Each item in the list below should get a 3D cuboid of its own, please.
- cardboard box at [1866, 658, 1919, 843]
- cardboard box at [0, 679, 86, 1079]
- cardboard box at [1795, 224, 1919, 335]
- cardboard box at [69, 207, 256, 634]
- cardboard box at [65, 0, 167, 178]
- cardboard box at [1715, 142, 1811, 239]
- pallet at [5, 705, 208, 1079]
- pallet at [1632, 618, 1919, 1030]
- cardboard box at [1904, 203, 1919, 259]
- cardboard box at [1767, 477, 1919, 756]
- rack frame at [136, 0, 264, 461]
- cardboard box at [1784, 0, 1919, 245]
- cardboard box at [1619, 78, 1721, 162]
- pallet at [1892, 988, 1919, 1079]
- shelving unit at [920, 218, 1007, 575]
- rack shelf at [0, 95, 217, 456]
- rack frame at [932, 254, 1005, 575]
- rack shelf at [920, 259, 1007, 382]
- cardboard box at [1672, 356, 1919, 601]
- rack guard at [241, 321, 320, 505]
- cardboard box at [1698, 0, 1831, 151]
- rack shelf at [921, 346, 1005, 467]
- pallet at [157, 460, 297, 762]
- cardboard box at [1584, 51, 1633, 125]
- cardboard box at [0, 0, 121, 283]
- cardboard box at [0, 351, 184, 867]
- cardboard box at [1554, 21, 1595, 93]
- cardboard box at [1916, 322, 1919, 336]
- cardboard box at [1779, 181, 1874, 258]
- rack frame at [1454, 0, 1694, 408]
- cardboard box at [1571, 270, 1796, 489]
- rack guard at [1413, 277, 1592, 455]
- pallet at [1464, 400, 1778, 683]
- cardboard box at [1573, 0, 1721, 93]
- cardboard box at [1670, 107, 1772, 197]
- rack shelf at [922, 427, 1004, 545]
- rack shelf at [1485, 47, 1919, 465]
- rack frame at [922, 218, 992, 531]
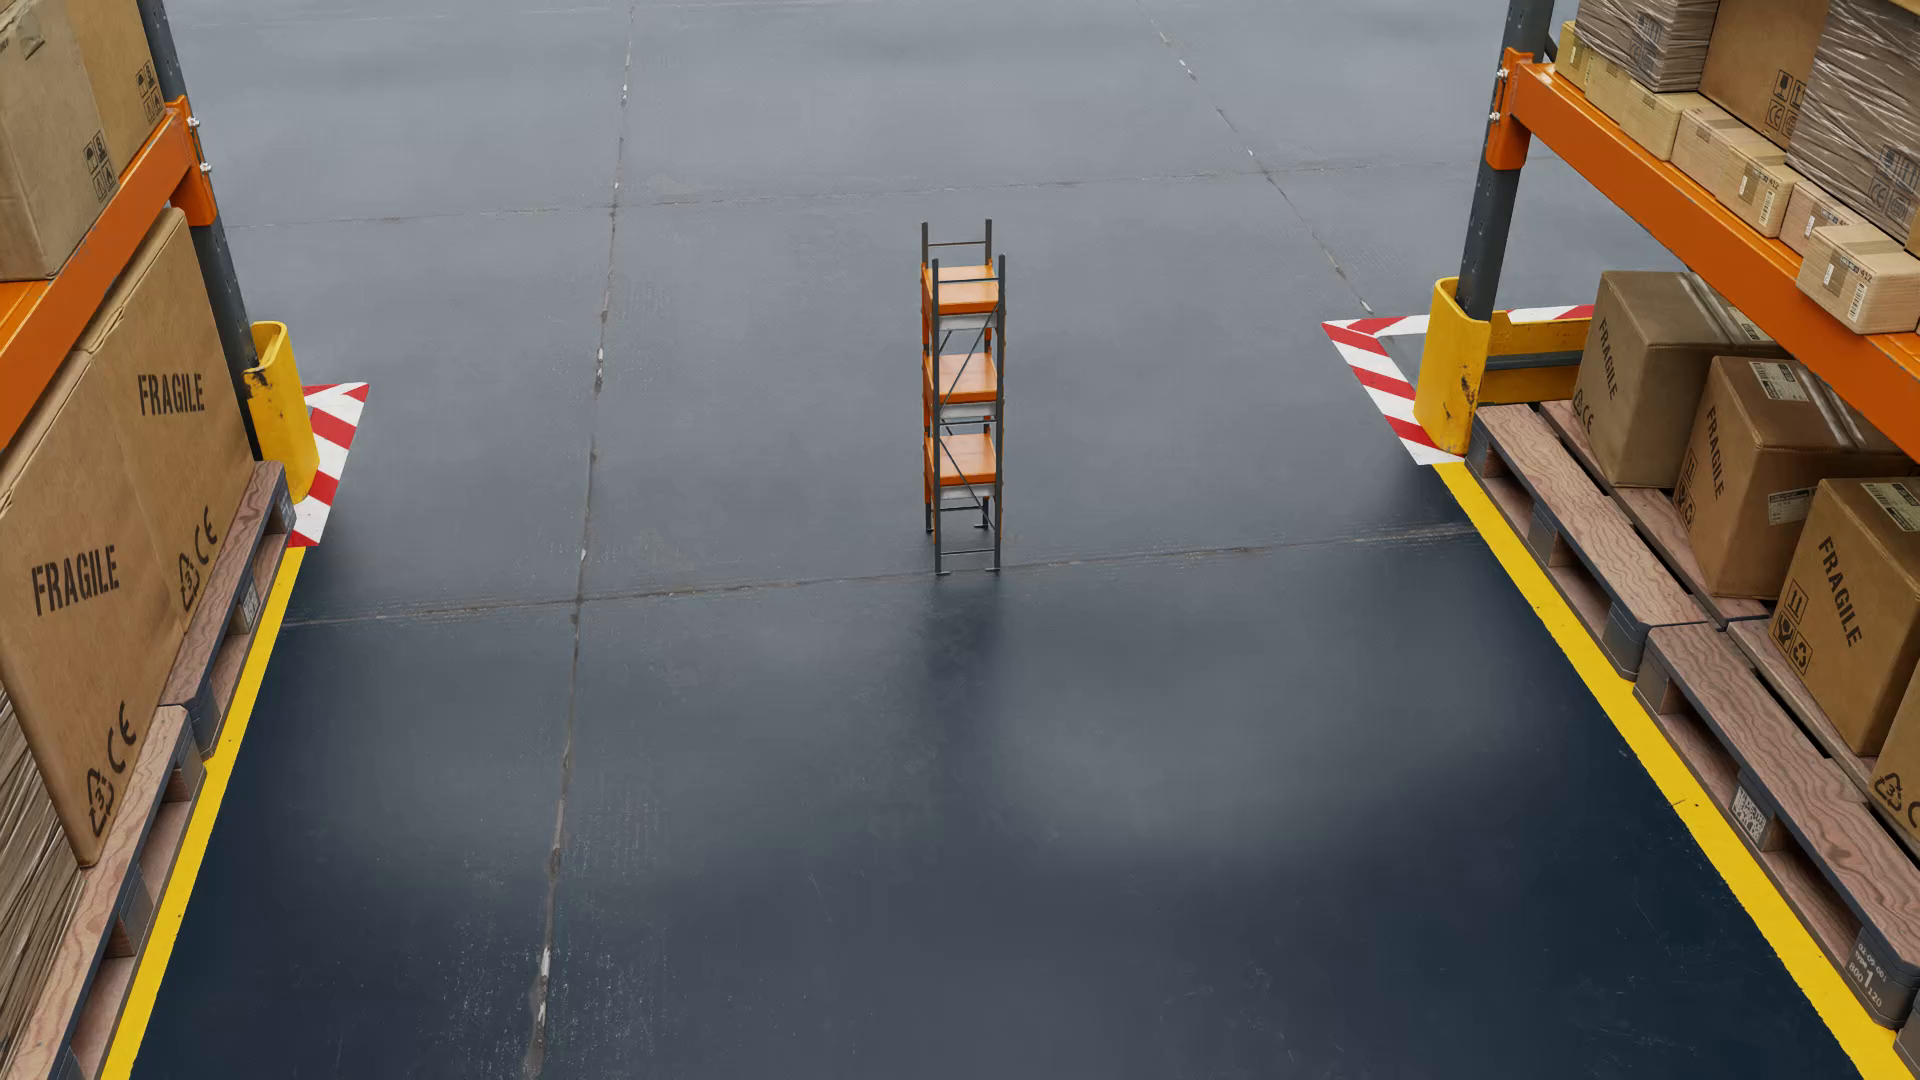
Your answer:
[{"bbox_3d":[2.472,0.498,3.703,0.500,0.500,0.500,-7,35,-11],"label":"cardboard box"},{"bbox_3d":[-2.337,0.689,3.090,0.875,0.875,0.875,-4,34,-6],"label":"cardboard box"},{"bbox_3d":[2.102,-0.583,3.665,0.380,0.149,0.250,-4,35,-6],"label":"cardboard box"},{"bbox_3d":[-2.578,-0.311,4.557,0.875,0.875,0.875,-4,34,-6],"label":"cardboard box"},{"bbox_3d":[-2.640,-1.247,4.283,0.875,0.550,0.550,-4,35,-6],"label":"cardboard box"},{"bbox_3d":[2.110,-0.868,4.083,0.380,0.149,0.250,-4,35,-6],"label":"cardboard box"},{"bbox_3d":[-2.389,0.883,3.767,1.003,0.211,1.213,-4,35,-6],"label":"pallet"},{"bbox_3d":[2.439,0.622,4.150,1.003,0.211,1.213,-4,35,-6],"label":"pallet"},{"bbox_3d":[2.507,-0.731,3.307,0.875,0.500,0.500,-4,35,-6],"label":"cardboard box"},{"bbox_3d":[2.441,0.183,4.165,0.500,0.500,0.500,-1,34,-2],"label":"cardboard box"},{"bbox_3d":[-2.735,-1.389,4.624,1.000,3.000,0.127,-4,35,-6],"label":"rack frame"},{"bbox_3d":[2.451,-1.011,3.717,0.875,0.500,0.500,-4,35,-6],"label":"cardboard box"},{"bbox_3d":[2.029,-1.146,4.491,0.380,0.149,0.250,-4,35,-6],"label":"cardboard box"},{"bbox_3d":[2.607,1.304,3.149,1.003,0.211,1.213,-4,35,-6],"label":"pallet"},{"bbox_3d":[0.007,-0.404,4.911,0.215,1.050,0.252,-4,35,-6],"label":"shelving unit"},{"bbox_3d":[-2.466,0.024,3.189,1.077,0.370,4.000,-4,35,-6],"label":"rack shelf"},{"bbox_3d":[0.024,-0.336,4.811,0.200,1.050,0.008,-4,35,-6],"label":"rack frame"},{"bbox_3d":[0.007,-0.630,4.757,0.215,0.259,0.240,-4,35,-6],"label":"rack shelf"},{"bbox_3d":[2.376,-0.168,4.680,0.500,0.500,0.500,4,35,6],"label":"cardboard box"},{"bbox_3d":[-2.738,-0.369,5.348,1.175,0.500,0.348,-4,35,-6],"label":"rack guard"},{"bbox_3d":[2.427,-1.293,4.132,0.875,0.500,0.500,-4,35,-6],"label":"cardboard box"},{"bbox_3d":[0.007,-0.395,4.916,0.215,0.259,0.240,-4,35,-6],"label":"rack shelf"},{"bbox_3d":[-2.550,0.204,4.764,1.003,0.211,1.213,-4,35,-6],"label":"pallet"},{"bbox_3d":[2.011,-1.286,4.697,0.380,0.149,0.250,-4,35,-6],"label":"cardboard box"},{"bbox_3d":[-2.544,-0.942,3.835,0.875,0.550,0.550,-4,35,-6],"label":"cardboard box"},{"bbox_3d":[-2.458,0.180,3.836,0.875,0.875,0.875,-5,35,-7],"label":"cardboard box"},{"bbox_3d":[1.996,-1.427,4.904,0.380,0.149,0.250,-4,35,-6],"label":"cardboard box"},{"bbox_3d":[2.267,-0.453,3.475,0.380,0.149,0.250,-4,35,-6],"label":"cardboard box"},{"bbox_3d":[2.171,-0.730,3.881,0.380,0.149,0.250,-4,35,-6],"label":"cardboard box"},{"bbox_3d":[2.194,-1.708,5.093,1.000,3.000,0.127,-4,35,-6],"label":"rack frame"},{"bbox_3d":[2.261,-0.499,5.165,0.500,0.500,0.500,2,34,2],"label":"cardboard box"},{"bbox_3d":[2.204,-0.633,5.735,1.175,0.500,0.348,-4,35,-6],"label":"rack guard"},{"bbox_3d":[2.278,-0.057,5.147,1.003,0.211,1.213,-4,35,-6],"label":"pallet"},{"bbox_3d":[2.241,-1.563,4.528,0.875,0.500,0.500,-4,35,-6],"label":"cardboard box"},{"bbox_3d":[2.084,-1.008,4.288,0.380,0.149,0.250,-4,35,-6],"label":"cardboard box"},{"bbox_3d":[0.007,-0.166,5.073,0.215,0.259,0.240,-4,35,-6],"label":"rack shelf"},{"bbox_3d":[2.463,-0.295,3.658,1.077,0.370,4.000,-4,35,-6],"label":"rack shelf"},{"bbox_3d":[-0.009,-0.472,5.010,0.200,1.050,0.008,-4,35,-6],"label":"rack frame"}]
